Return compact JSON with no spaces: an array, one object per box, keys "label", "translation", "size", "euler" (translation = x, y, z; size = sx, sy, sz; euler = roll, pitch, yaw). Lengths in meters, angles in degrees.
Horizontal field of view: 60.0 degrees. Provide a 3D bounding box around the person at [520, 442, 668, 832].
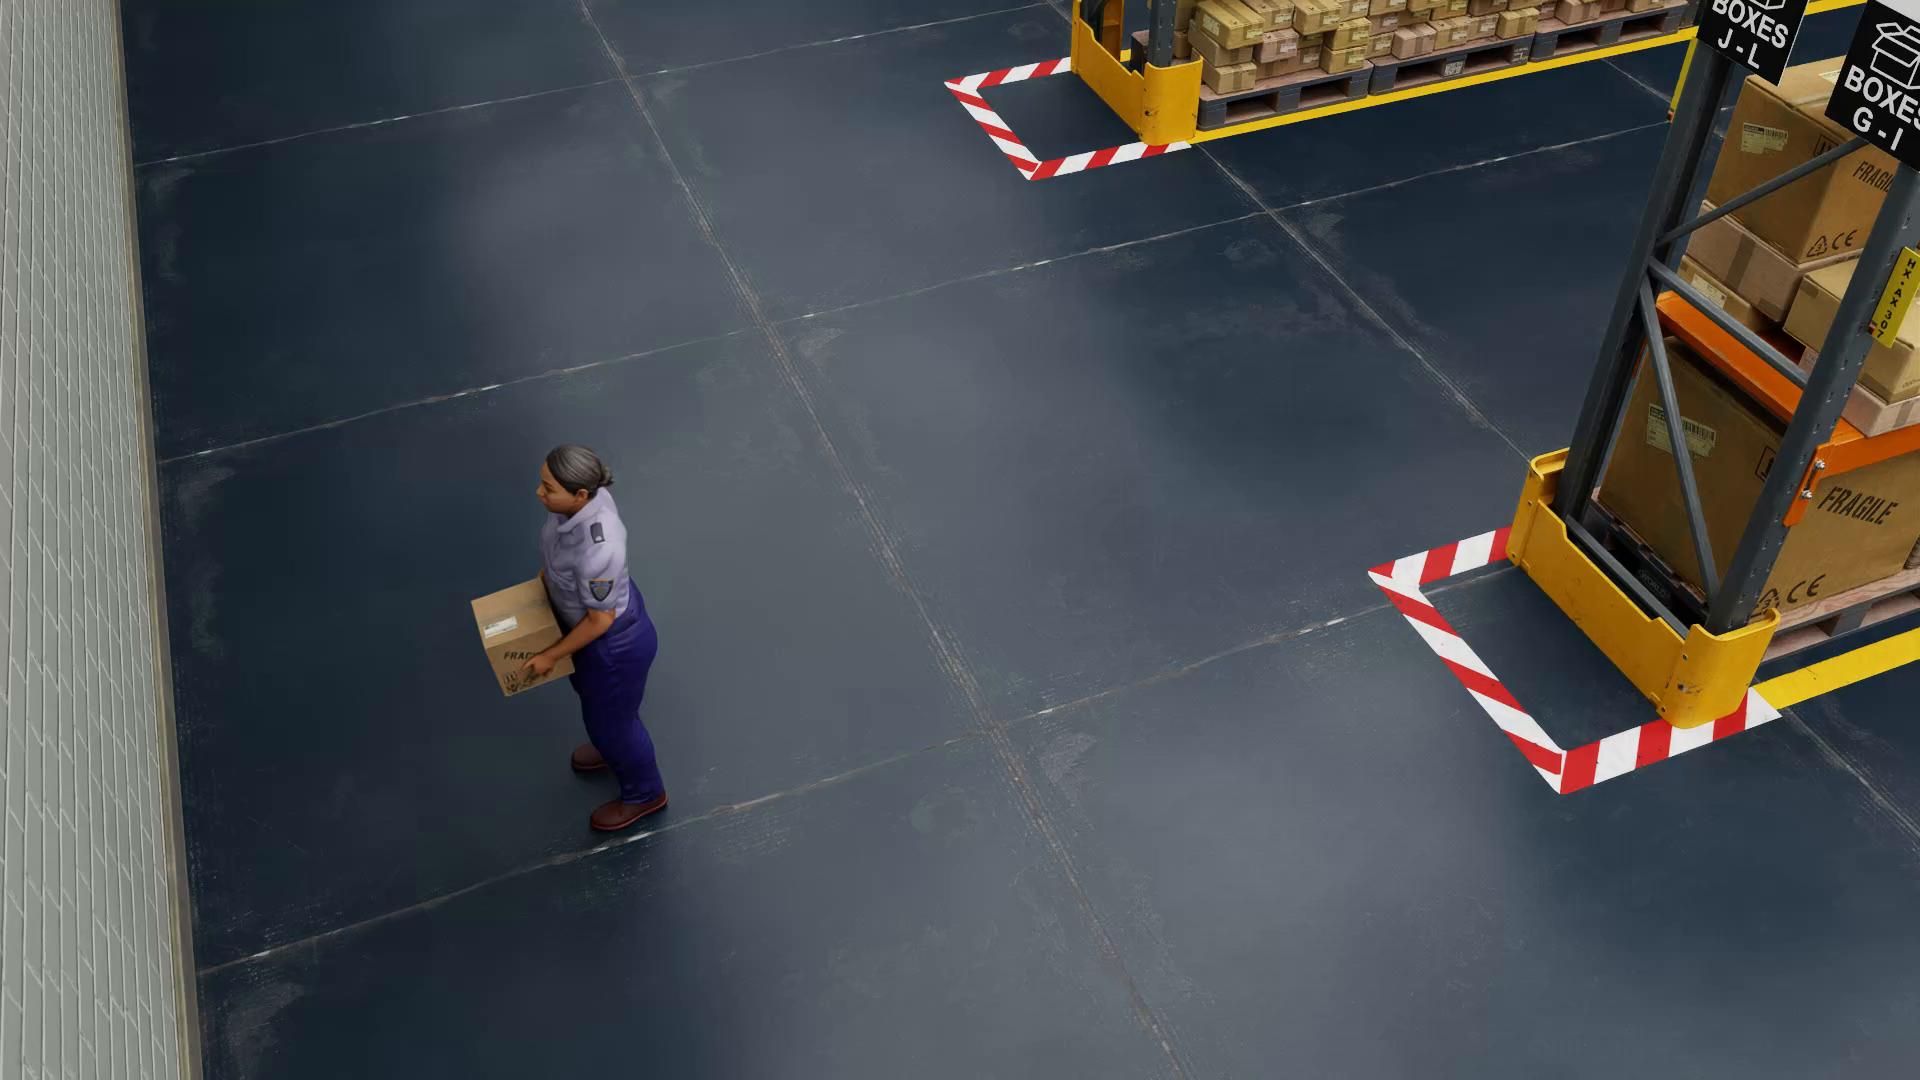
[{"label":"person","translation":[-1.327,0.341,5.785],"size":[0.441,1.654,0.487],"euler":[-16,44,-17]}]
